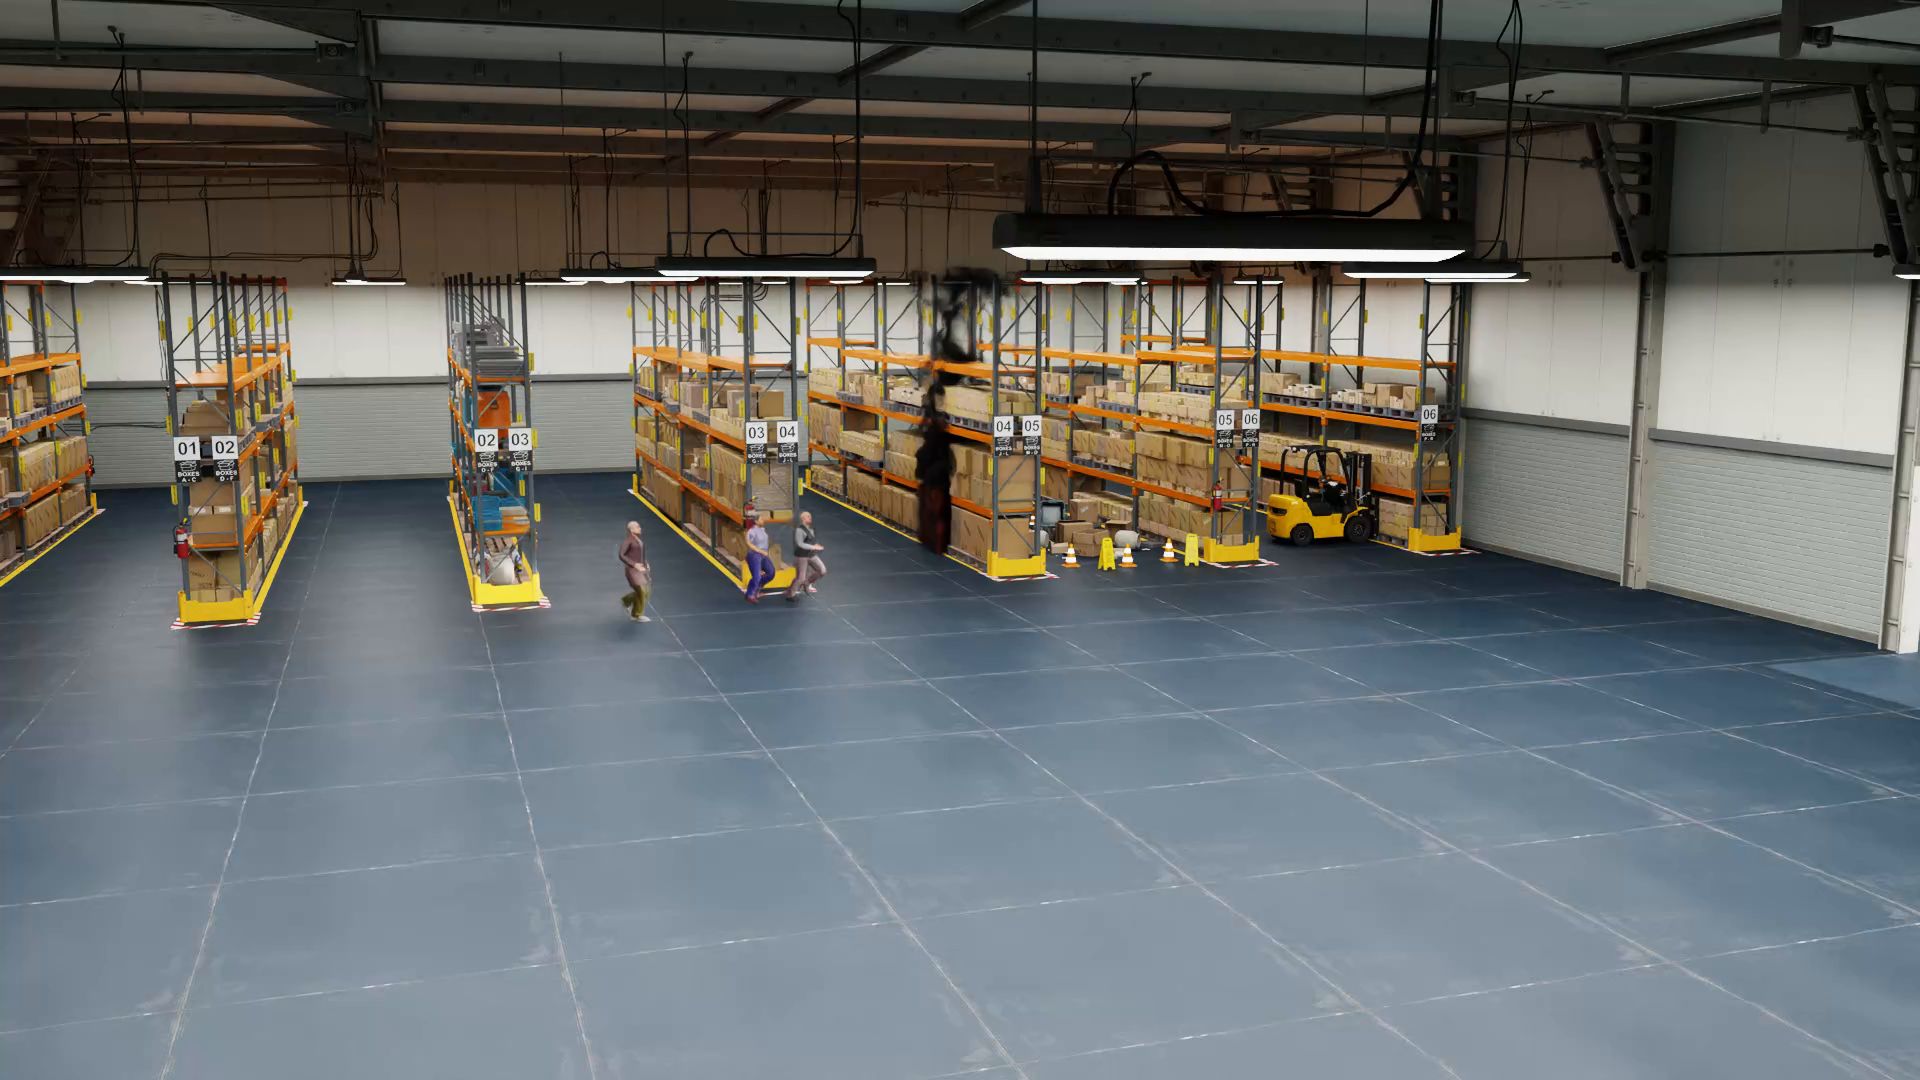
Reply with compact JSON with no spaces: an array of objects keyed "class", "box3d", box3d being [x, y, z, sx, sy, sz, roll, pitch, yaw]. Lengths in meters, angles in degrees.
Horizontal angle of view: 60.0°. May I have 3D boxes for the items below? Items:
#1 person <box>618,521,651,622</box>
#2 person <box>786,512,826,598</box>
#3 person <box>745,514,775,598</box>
[{"class":"person","box3d":[-5.659,0.545,28.723,0.613,1.746,0.721,2,9,15]},{"class":"person","box3d":[-2.798,0.269,30.388,0.803,1.605,0.678,4,10,27]},{"class":"person","box3d":[-3.661,0.298,30.597,0.525,1.517,0.625,4,10,27]}]
